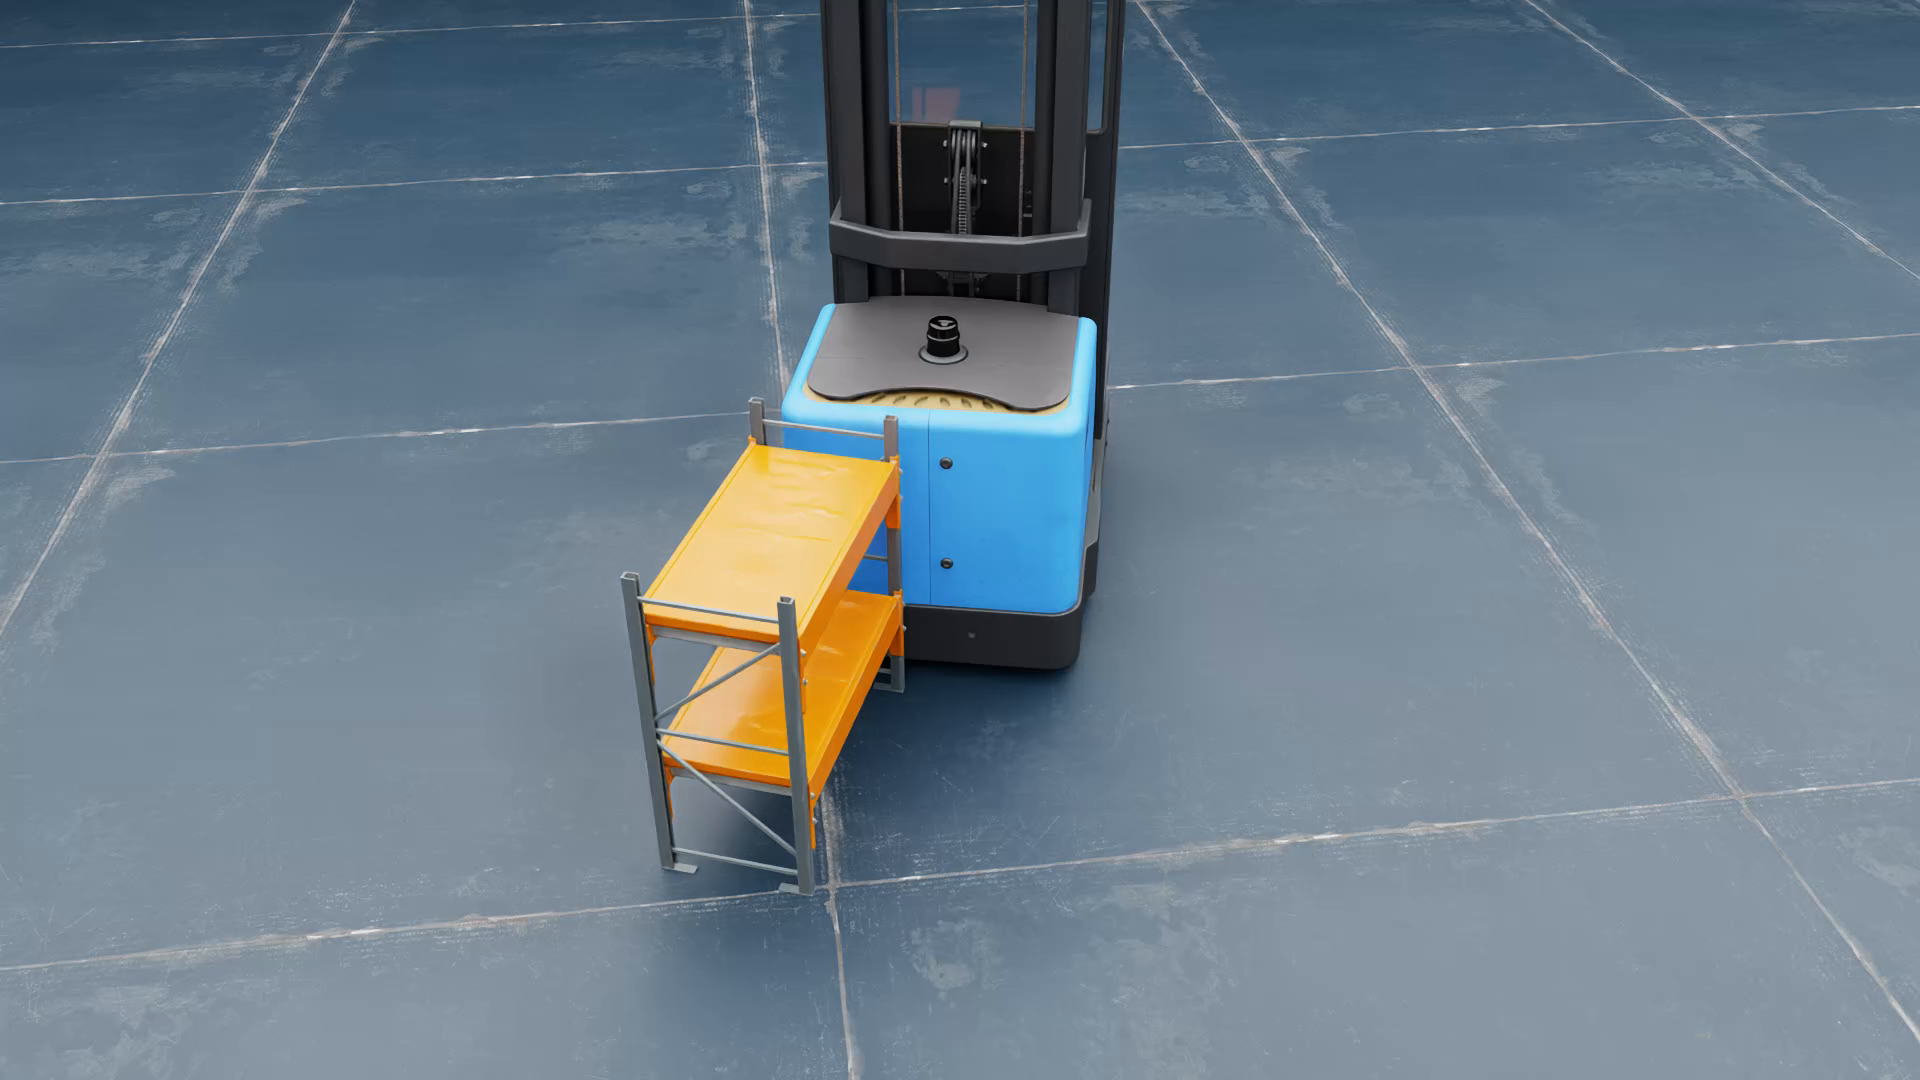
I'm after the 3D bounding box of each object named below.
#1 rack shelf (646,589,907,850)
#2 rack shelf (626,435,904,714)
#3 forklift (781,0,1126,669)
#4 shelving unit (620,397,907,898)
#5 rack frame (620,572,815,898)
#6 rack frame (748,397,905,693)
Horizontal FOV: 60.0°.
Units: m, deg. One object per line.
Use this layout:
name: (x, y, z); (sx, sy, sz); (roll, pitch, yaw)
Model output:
rack shelf: (-0.569, 0.520, 5.422); (0.538, 0.278, 1.000); (8, 35, 12)
rack shelf: (-0.569, 0.076, 5.120); (0.538, 0.278, 1.000); (8, 35, 12)
forklift: (0.075, -1.564, 6.442); (1.130, 2.935, 3.031); (4, 34, 6)
shelving unit: (-0.569, 0.318, 5.285); (0.538, 1.125, 1.048); (8, 35, 12)
rack frame: (-0.694, 0.595, 4.878); (0.500, 1.125, 0.032); (8, 35, 12)
rack frame: (-0.443, 0.041, 5.692); (0.500, 1.125, 0.032); (8, 35, 12)
